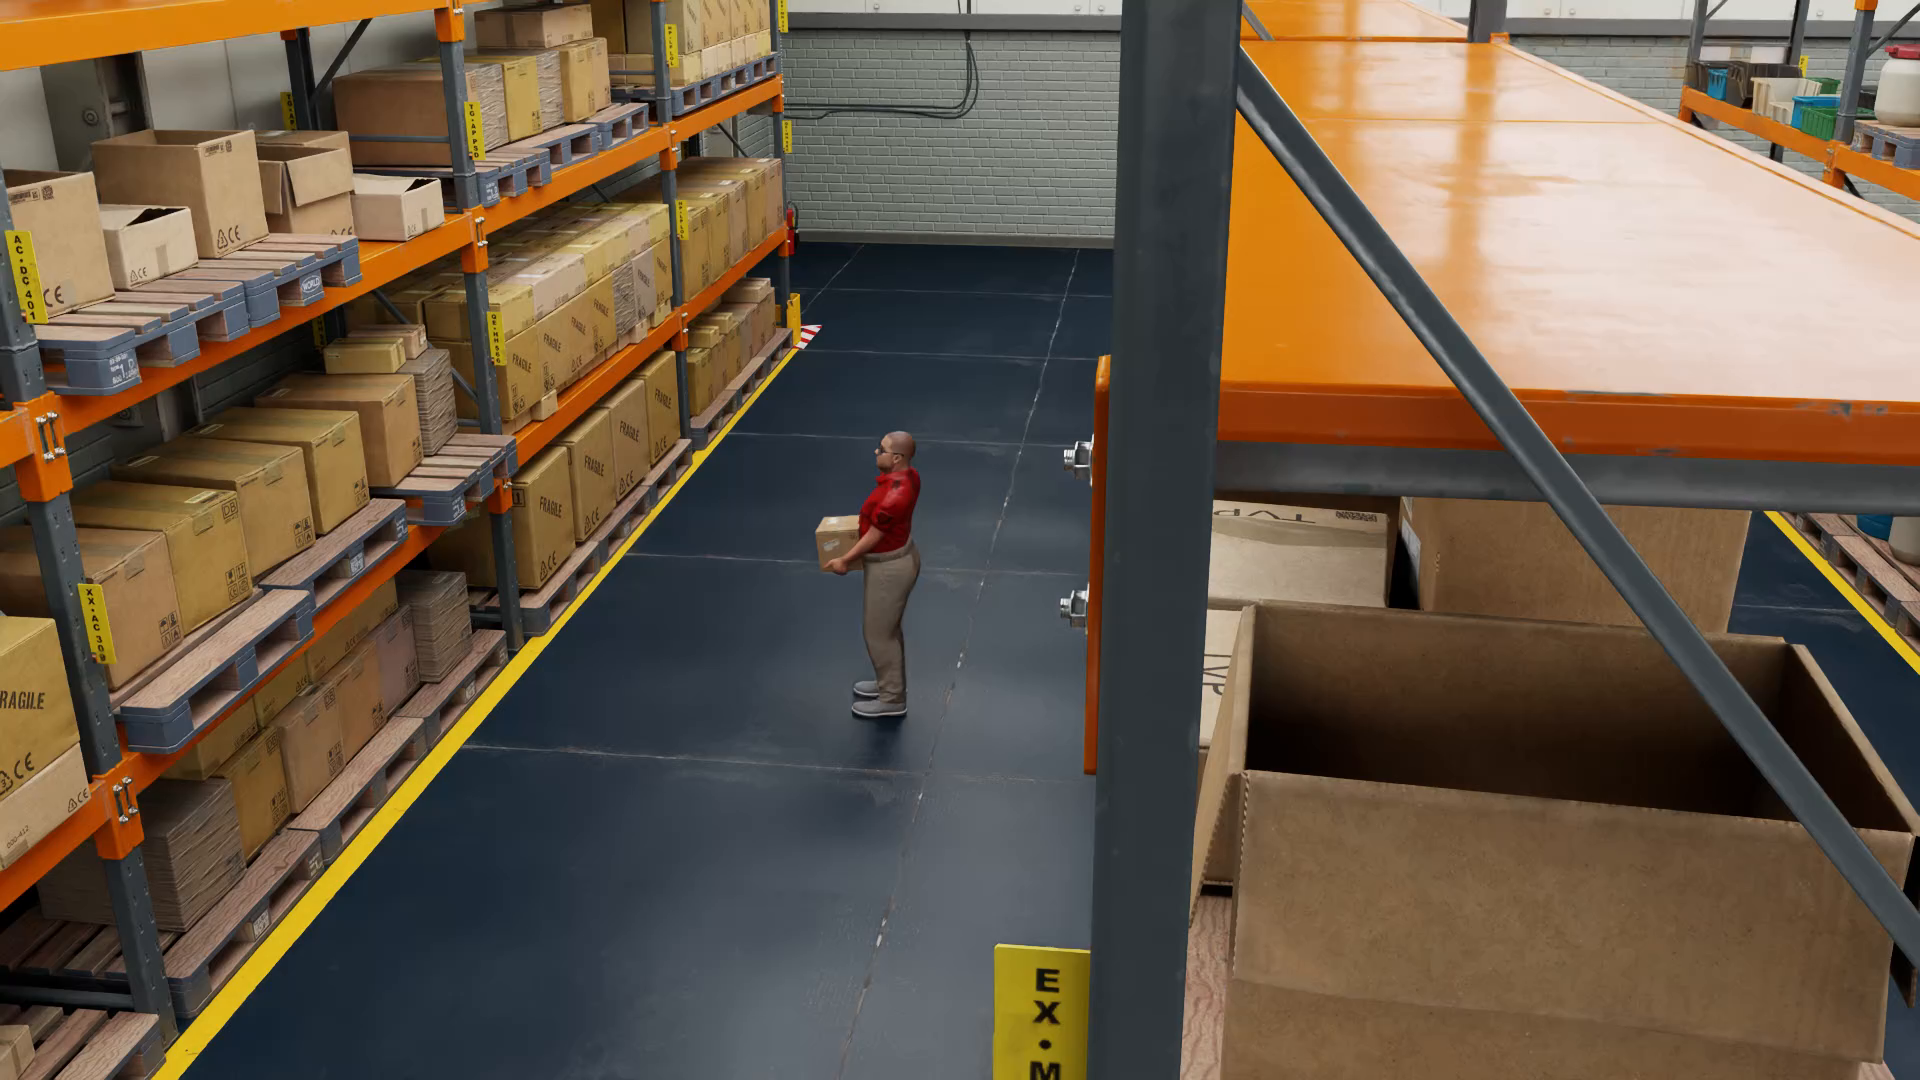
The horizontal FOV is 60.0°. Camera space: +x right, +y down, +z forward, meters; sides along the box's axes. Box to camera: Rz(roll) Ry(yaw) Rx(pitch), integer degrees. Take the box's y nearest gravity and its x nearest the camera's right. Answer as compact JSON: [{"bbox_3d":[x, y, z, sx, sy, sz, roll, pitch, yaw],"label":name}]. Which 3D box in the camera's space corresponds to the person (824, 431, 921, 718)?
[{"bbox_3d":[-0.503,0.182,9.647,0.530,1.712,0.493,2,21,6],"label":"person"}]
